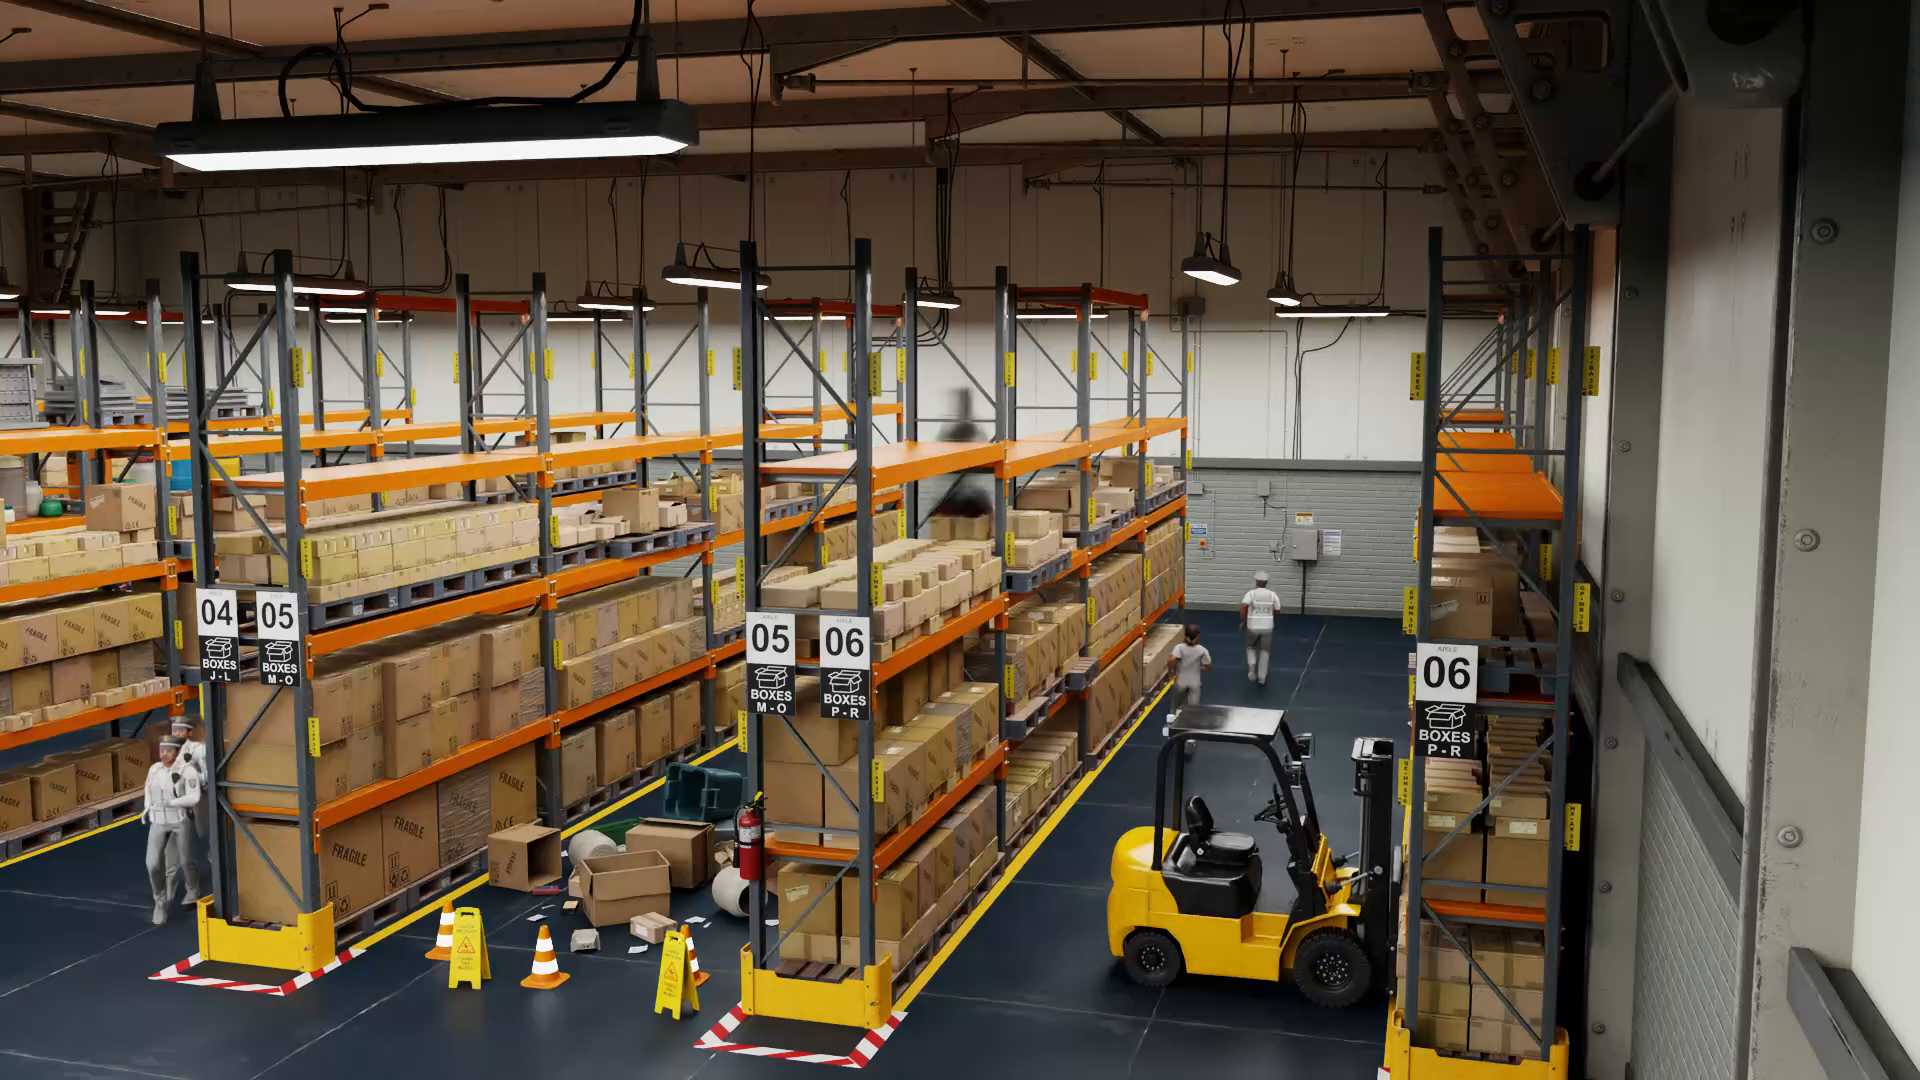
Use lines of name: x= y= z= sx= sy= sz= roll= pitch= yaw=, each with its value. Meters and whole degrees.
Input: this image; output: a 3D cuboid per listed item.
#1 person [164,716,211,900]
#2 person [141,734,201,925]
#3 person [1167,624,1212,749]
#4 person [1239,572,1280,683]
person: x=-7.486 y=2.539 z=16.188 sx=0.579 sy=1.730 sz=1.014 roll=0 pitch=6 yaw=-1
person: x=-7.235 y=2.594 z=15.253 sx=0.581 sy=1.664 sz=0.735 roll=-1 pitch=6 yaw=-6
person: x=2.992 y=1.919 z=21.708 sx=0.586 sy=1.660 sz=0.968 roll=1 pitch=6 yaw=8
person: x=4.709 y=1.365 z=26.188 sx=0.642 sy=1.733 sz=0.729 roll=1 pitch=6 yaw=6
